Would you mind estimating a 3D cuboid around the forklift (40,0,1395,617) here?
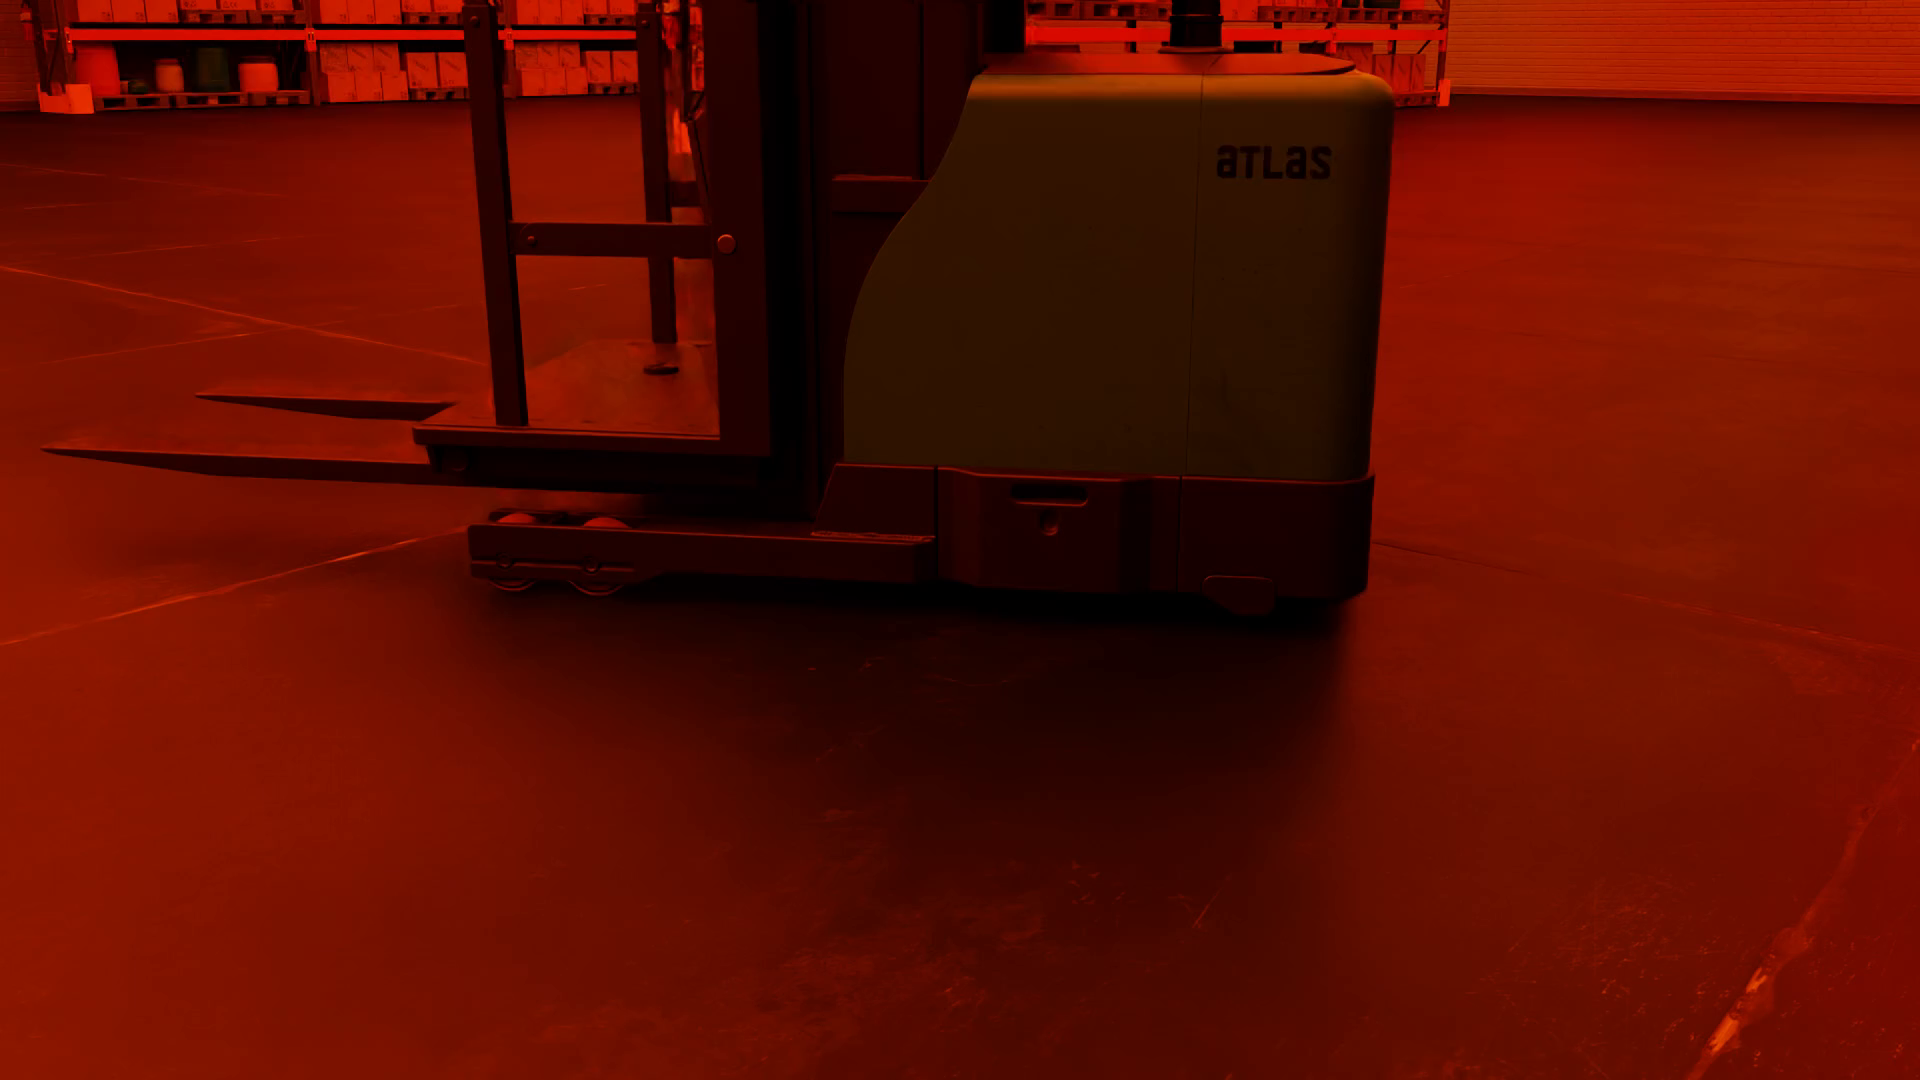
[{"bbox_3d":[-0.603,-1.430,3.608,3.031,2.935,1.130,3,17,9],"label":"forklift"}]
